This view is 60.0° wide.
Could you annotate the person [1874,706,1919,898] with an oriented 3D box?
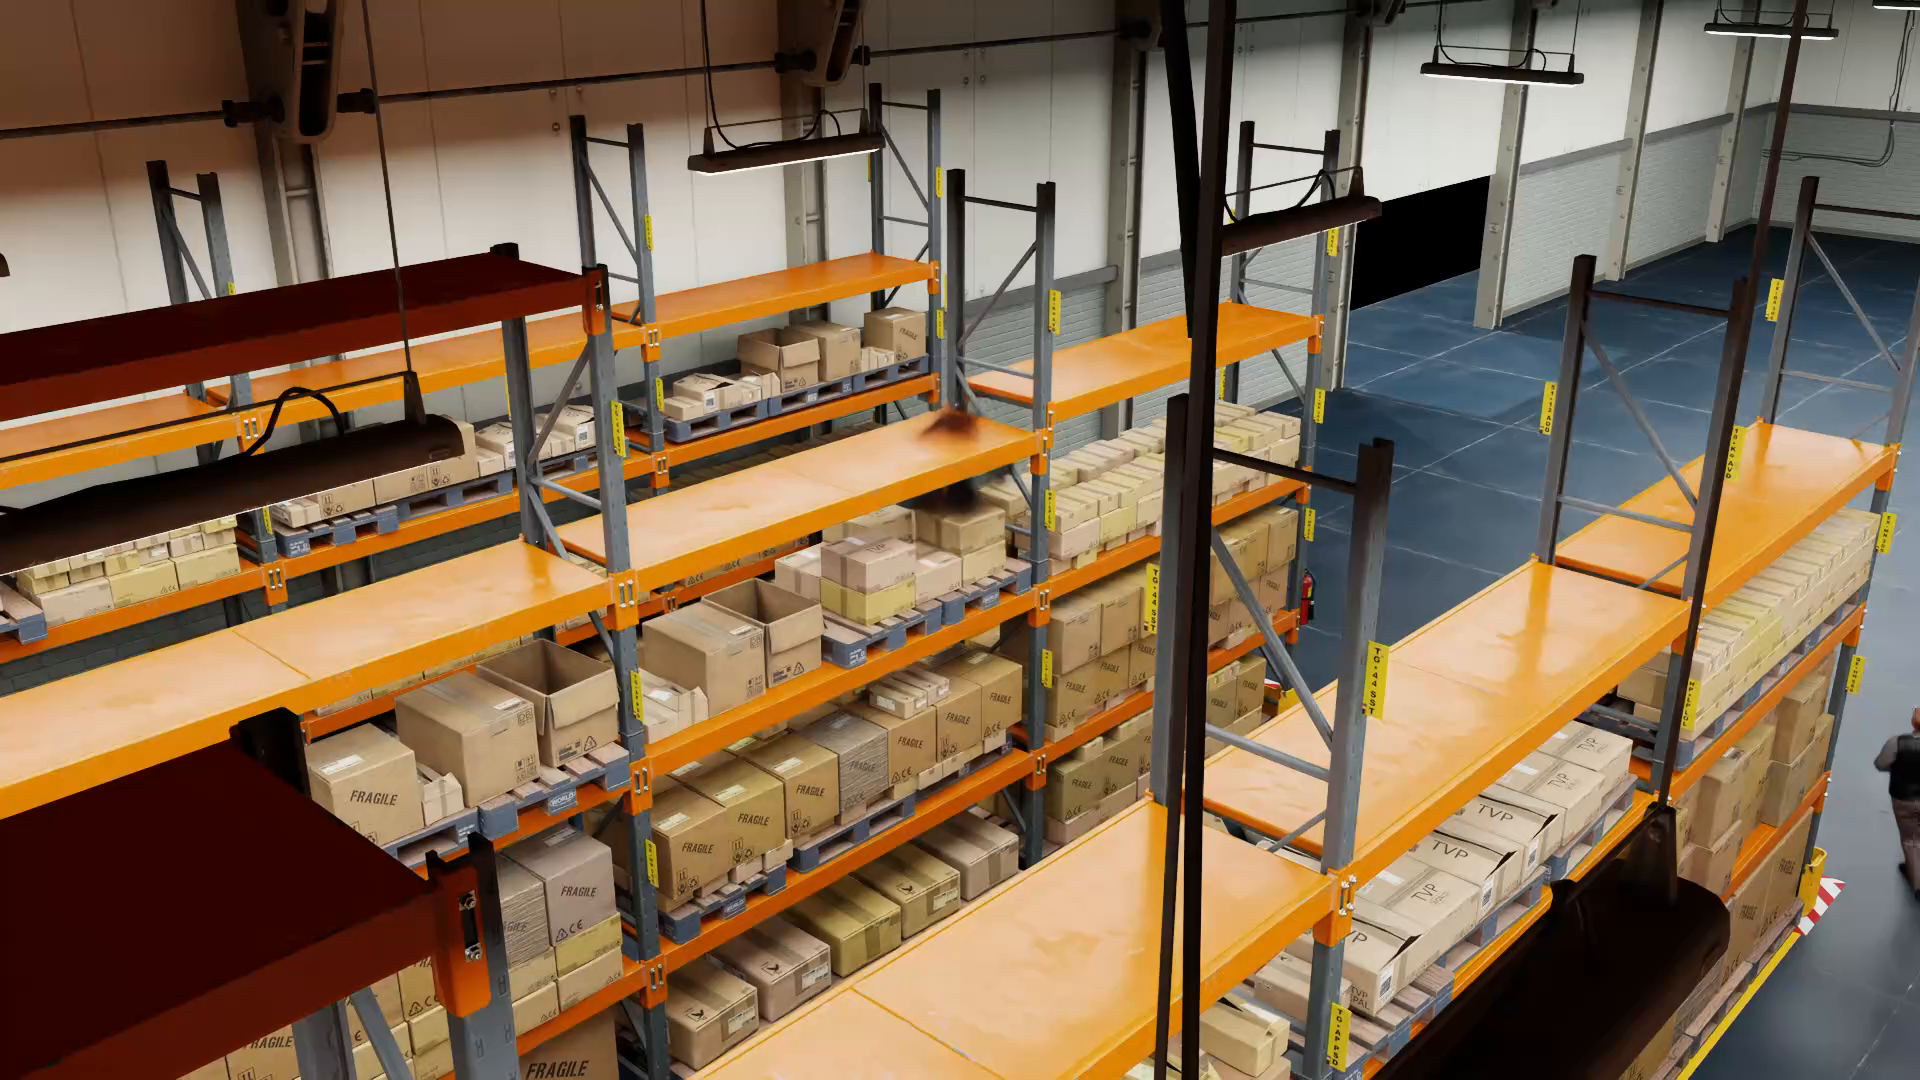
[{"bbox_3d":[8.022,2.198,14.012,0.655,1.728,0.828,5,22,13],"label":"person"}]
